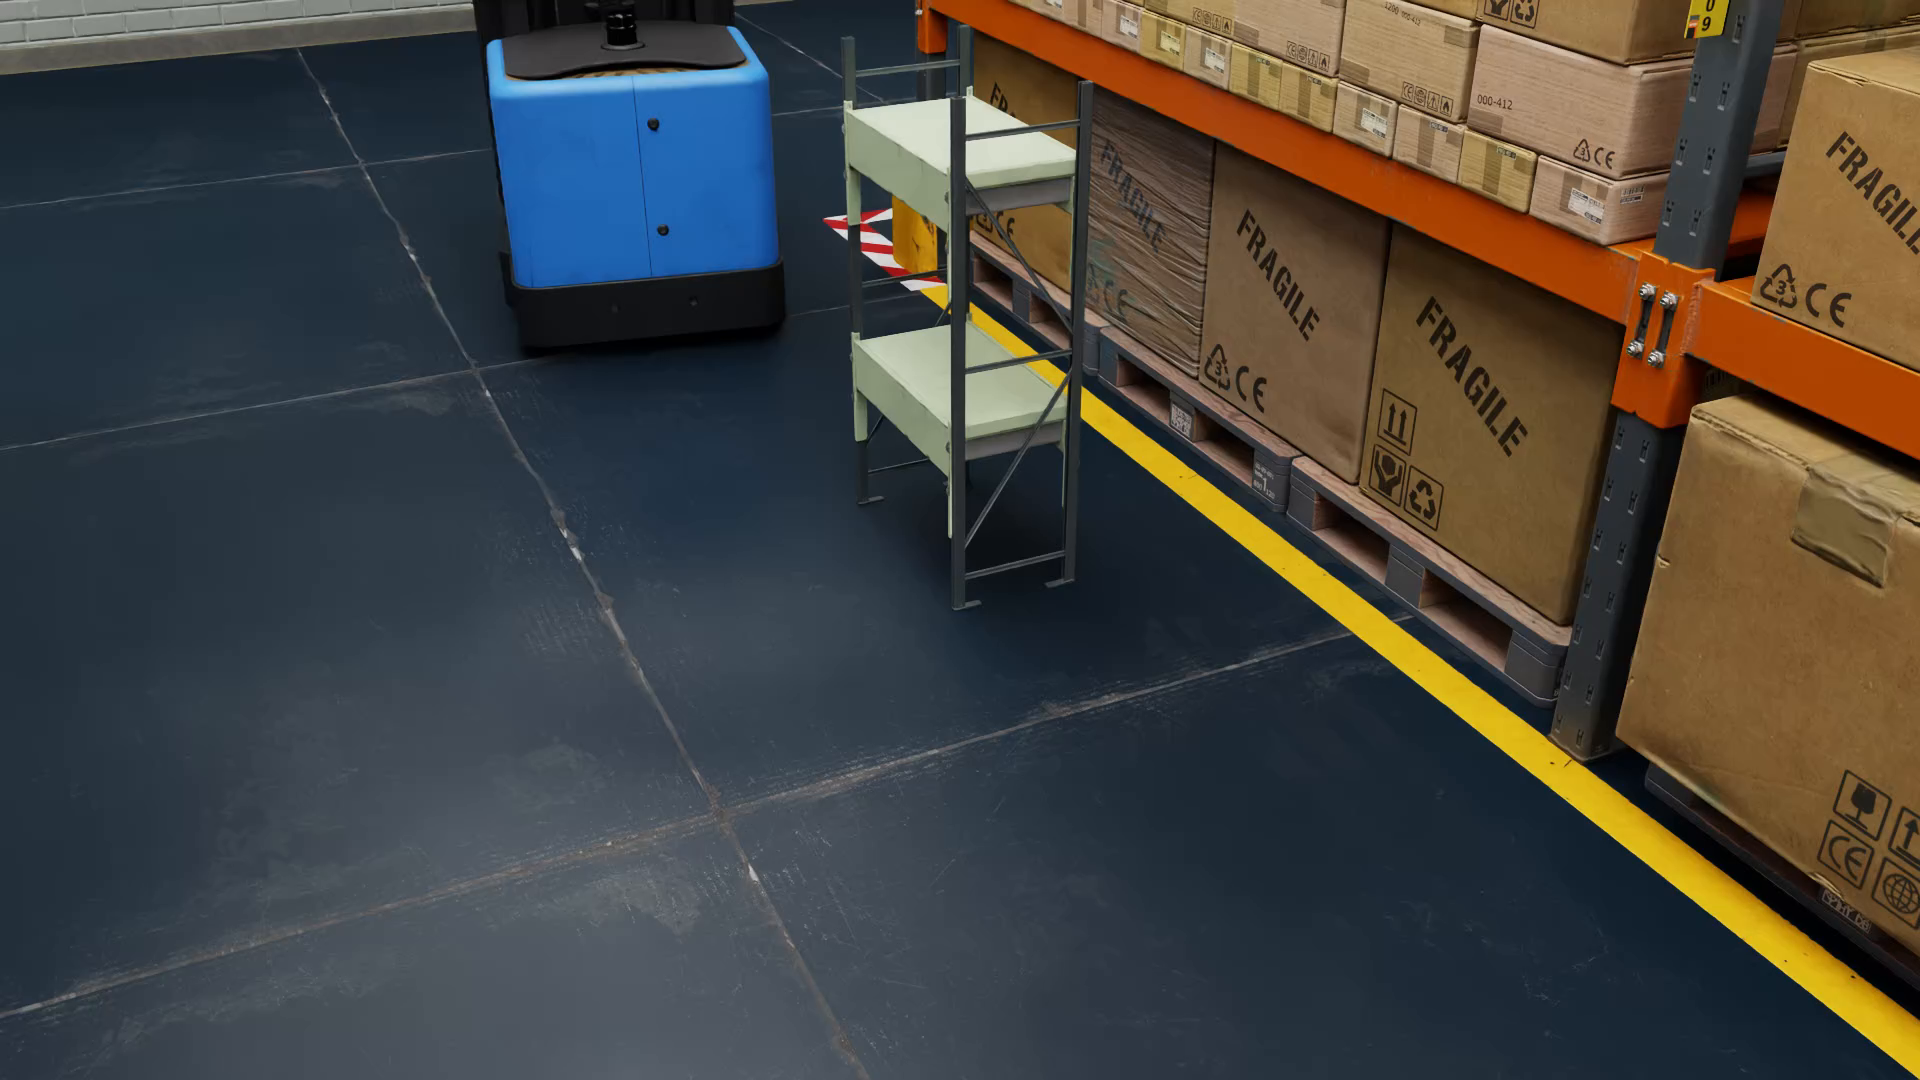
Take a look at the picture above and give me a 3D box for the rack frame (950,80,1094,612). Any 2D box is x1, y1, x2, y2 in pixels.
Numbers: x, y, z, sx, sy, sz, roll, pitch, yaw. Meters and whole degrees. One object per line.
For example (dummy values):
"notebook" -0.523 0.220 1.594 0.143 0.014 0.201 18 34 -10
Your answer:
"rack frame" 0.160 -0.490 4.590 0.400 1.500 0.023 -13 32 -22

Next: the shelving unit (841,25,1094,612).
"shelving unit" 0.003 -0.651 4.878 0.431 1.500 0.755 -13 32 -22

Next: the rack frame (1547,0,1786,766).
"rack frame" 2.005 -0.867 3.729 1.000 3.000 0.127 -13 32 -22

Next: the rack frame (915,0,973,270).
"rack frame" 0.288 -2.634 6.880 1.000 3.000 0.127 -13 32 -22

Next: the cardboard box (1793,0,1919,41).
"cardboard box" 2.030 -1.523 3.982 0.500 0.500 0.500 -13 32 -22

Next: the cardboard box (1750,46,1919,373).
"cardboard box" 1.977 -0.655 3.248 0.500 0.500 0.500 -13 32 -22

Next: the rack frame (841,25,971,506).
"rack frame" -0.154 -0.813 5.166 0.400 1.500 0.023 -13 32 -22

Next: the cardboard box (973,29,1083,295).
"cardboard box" 0.635 -1.624 6.822 0.875 0.875 0.875 -13 32 -22

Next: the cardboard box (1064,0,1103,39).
"cardboard box" 0.585 -1.844 5.729 0.380 0.149 0.250 -14 32 -23

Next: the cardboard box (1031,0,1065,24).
"cardboard box" 0.477 -1.957 5.930 0.380 0.149 0.250 -14 32 -23

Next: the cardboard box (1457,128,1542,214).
"cardboard box" 1.467 -0.937 4.111 0.380 0.149 0.250 -12 32 -21

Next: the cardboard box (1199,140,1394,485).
"cardboard box" 1.408 -0.829 5.404 0.875 0.875 0.875 -13 32 -22

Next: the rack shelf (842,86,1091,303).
"rack shelf" 0.003 -0.992 4.687 0.431 0.370 0.720 -13 32 -22

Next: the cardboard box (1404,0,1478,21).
"cardboard box" 1.355 -1.627 4.167 0.500 0.500 0.500 -13 32 -21

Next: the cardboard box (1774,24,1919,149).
"cardboard box" 2.040 -1.193 4.161 0.500 0.250 0.500 -14 32 -23

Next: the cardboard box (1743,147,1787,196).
"cardboard box" 2.178 -0.958 4.148 0.380 0.149 0.250 -13 32 -22

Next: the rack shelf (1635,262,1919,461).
"rack shelf" 2.864 0.331 2.329 1.077 0.370 4.000 -13 32 -22

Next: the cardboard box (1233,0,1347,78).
"cardboard box" 1.135 -1.524 4.751 0.500 0.250 0.500 -12 32 -21

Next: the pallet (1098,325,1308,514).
"pallet" 1.222 -0.542 6.001 1.003 0.211 1.213 -13 32 -22

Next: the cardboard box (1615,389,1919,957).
"cardboard box" 2.298 0.155 3.649 1.225 0.875 0.875 -13 32 -22

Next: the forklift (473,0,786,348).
"forklift" -1.579 -2.728 7.119 1.130 2.935 3.031 -7 30 -13

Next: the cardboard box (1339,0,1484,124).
"cardboard box" 1.354 -1.299 4.349 0.500 0.250 0.500 -12 31 -20

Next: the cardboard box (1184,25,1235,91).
"cardboard box" 0.918 -1.503 5.121 0.380 0.149 0.250 -13 32 -21

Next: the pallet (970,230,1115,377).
"pallet" 0.702 -1.080 6.961 1.003 0.211 1.213 -13 32 -22

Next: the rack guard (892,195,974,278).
"rack guard" 0.278 -1.554 7.510 1.175 0.500 0.348 -13 32 -22

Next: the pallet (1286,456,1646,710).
"pallet" 1.749 -0.003 5.039 1.003 0.211 1.213 -13 32 -22

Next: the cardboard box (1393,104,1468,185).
"cardboard box" 1.358 -1.050 4.313 0.380 0.149 0.250 -14 32 -23

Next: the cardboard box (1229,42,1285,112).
"cardboard box" 1.026 -1.391 4.920 0.380 0.149 0.250 -14 32 -23

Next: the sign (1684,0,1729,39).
"sign" 1.504 -1.162 3.289 0.100 0.325 0.005 -13 32 -22

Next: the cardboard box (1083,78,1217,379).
"cardboard box" 1.026 -1.222 6.106 0.875 0.875 0.875 -13 32 -22

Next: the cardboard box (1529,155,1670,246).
"cardboard box" 1.578 -0.823 3.908 0.380 0.149 0.250 -13 32 -22

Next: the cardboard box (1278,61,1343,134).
"cardboard box" 1.136 -1.277 4.718 0.380 0.149 0.250 -12 32 -21

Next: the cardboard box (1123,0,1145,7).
"cardboard box" 0.692 -1.978 5.560 0.500 0.250 0.500 -14 32 -24

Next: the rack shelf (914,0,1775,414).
"rack shelf" 1.146 -1.436 5.480 1.077 0.370 4.000 -13 32 -22

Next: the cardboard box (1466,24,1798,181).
"cardboard box" 1.578 -1.071 3.942 0.500 0.250 0.500 -14 32 -23

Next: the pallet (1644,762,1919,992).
"pallet" 2.404 0.675 3.831 1.003 0.211 1.213 -13 32 -22

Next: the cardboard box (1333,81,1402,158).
"cardboard box" 1.247 -1.164 4.515 0.380 0.149 0.250 -12 32 -21

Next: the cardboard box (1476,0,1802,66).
"cardboard box" 1.566 -1.405 3.771 0.500 0.500 0.500 -12 31 -21

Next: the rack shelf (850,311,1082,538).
"rack shelf" 0.003 -0.367 5.037 0.431 0.370 0.720 -13 32 -22

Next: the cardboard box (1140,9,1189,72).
"cardboard box" 0.804 -1.619 5.327 0.380 0.149 0.250 -14 32 -23

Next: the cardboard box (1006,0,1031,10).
"cardboard box" 0.364 -2.072 6.135 0.380 0.149 0.250 -14 32 -23

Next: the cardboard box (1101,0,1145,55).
"cardboard box" 0.696 -1.730 5.526 0.380 0.149 0.250 -13 32 -23

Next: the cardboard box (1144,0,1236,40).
"cardboard box" 0.920 -1.749 5.151 0.500 0.250 0.500 -14 32 -23

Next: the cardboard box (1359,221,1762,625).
"cardboard box" 1.794 -0.431 4.695 0.875 0.875 0.875 -13 32 -22
